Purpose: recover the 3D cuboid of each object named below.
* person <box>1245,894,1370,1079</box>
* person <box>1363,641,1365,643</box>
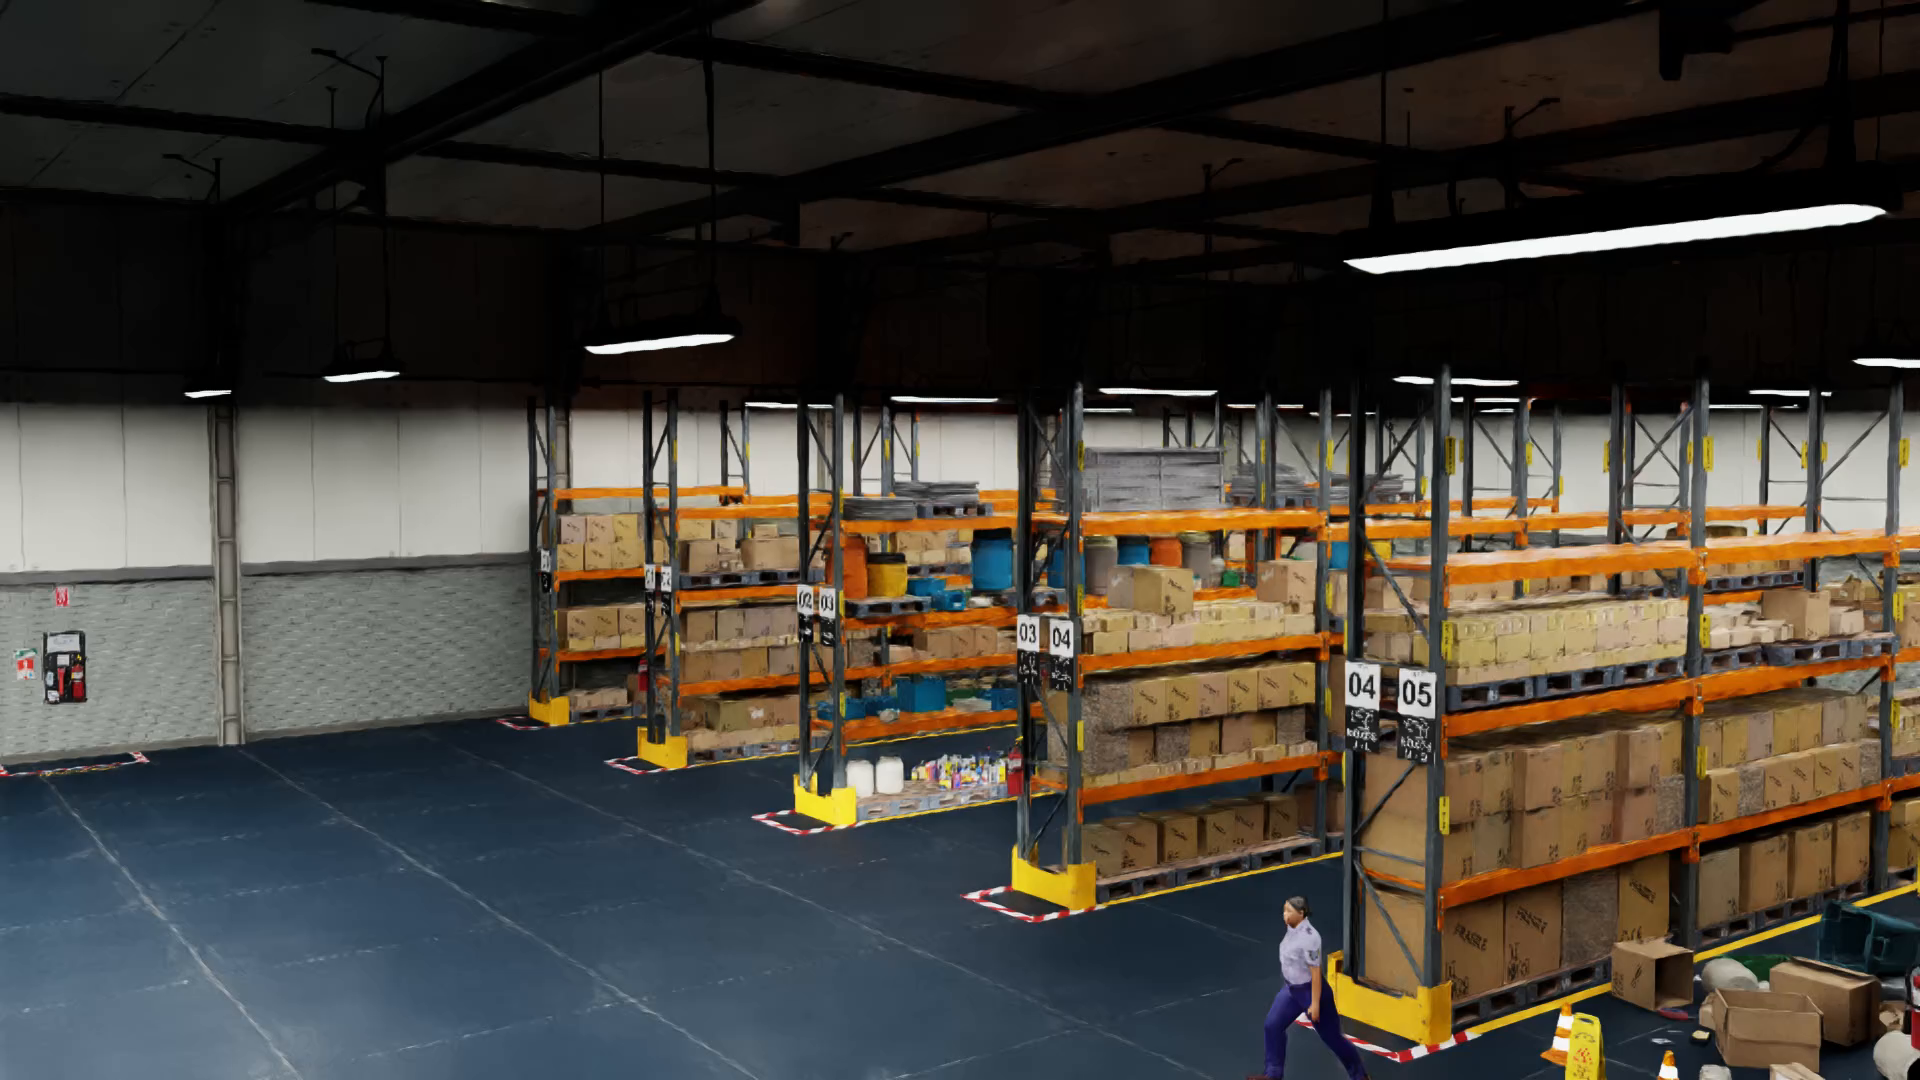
[{"bbox_3d":[2.784,3.590,13.188,0.945,1.584,0.531,-1,3,-14],"label":"person"},{"bbox_3d":[9.098,2.159,36.850,0.510,1.677,0.511,0,3,7],"label":"person"}]
